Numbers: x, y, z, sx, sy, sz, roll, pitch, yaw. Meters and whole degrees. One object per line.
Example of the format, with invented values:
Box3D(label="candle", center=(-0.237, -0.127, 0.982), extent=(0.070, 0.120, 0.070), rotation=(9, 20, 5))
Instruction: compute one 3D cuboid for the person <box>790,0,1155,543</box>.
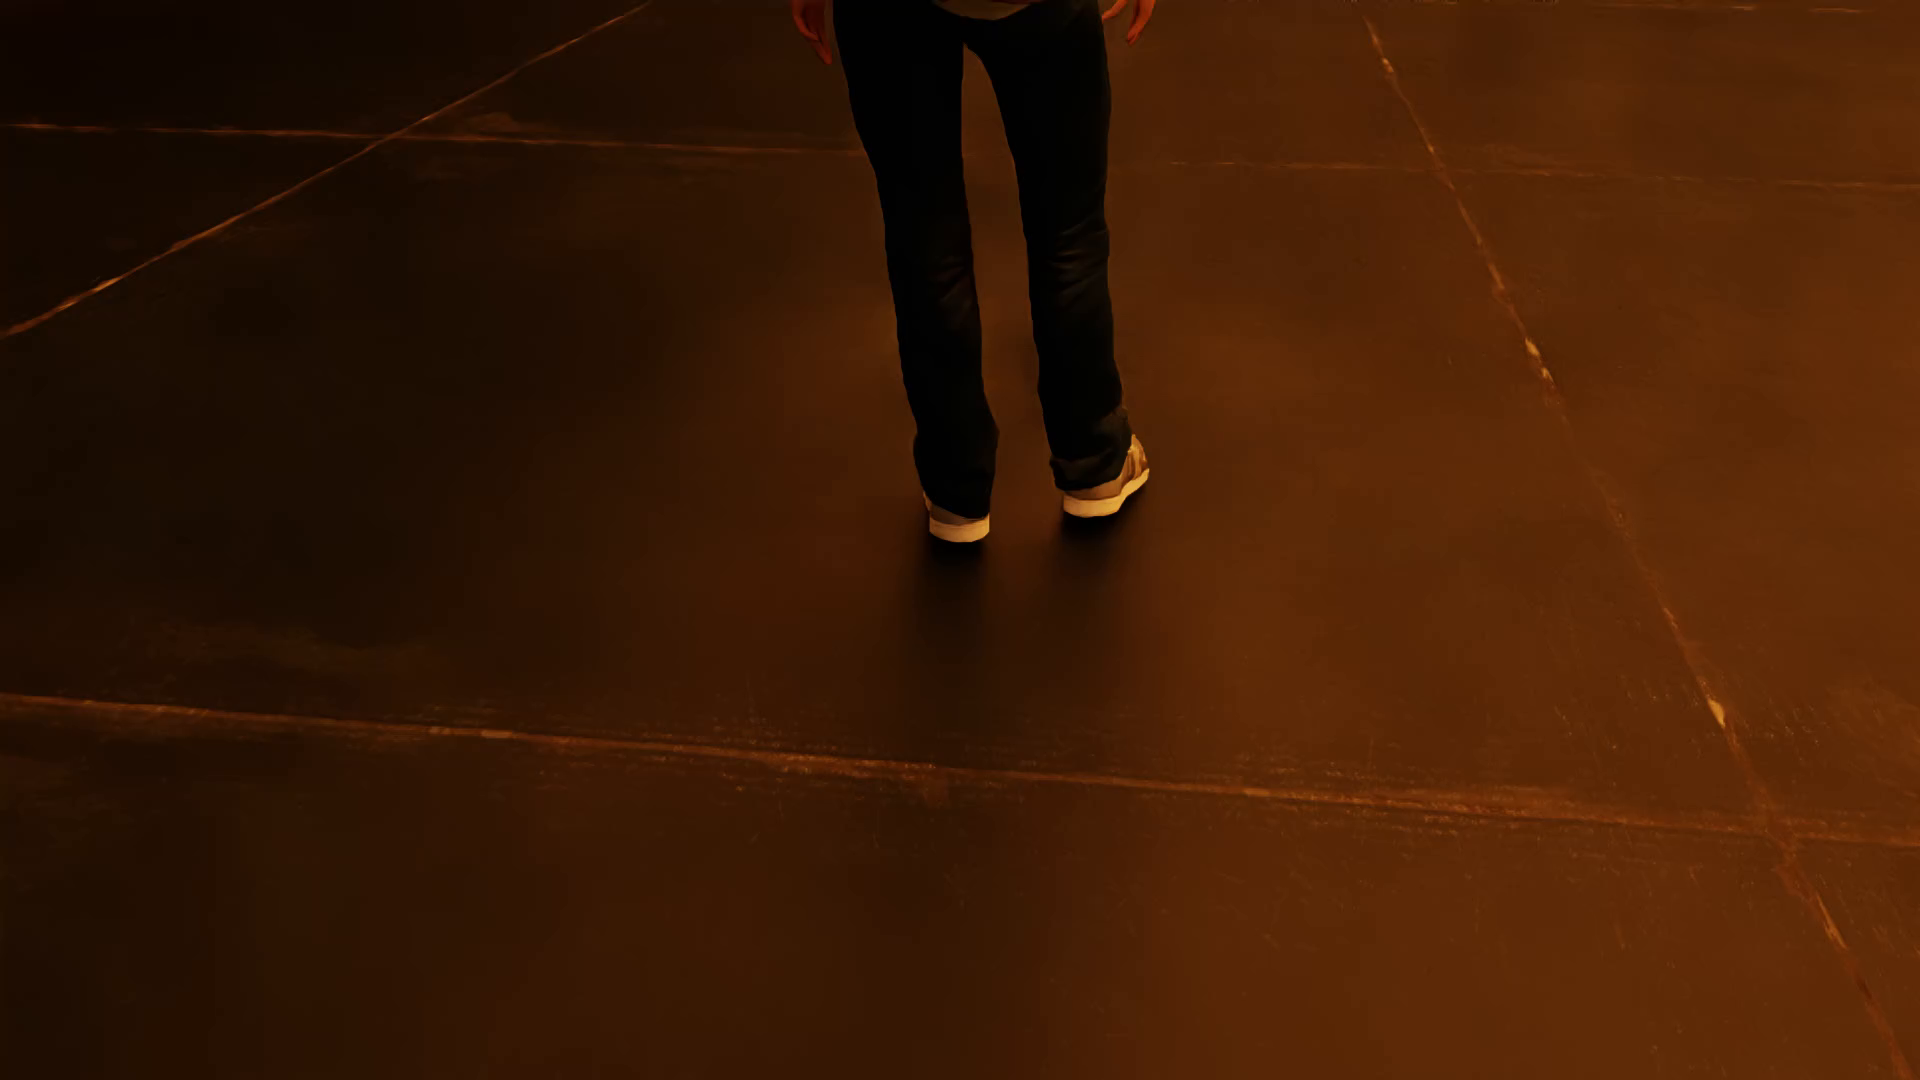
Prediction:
Box3D(label="person", center=(0.023, -0.753, 2.204), extent=(0.520, 1.597, 0.474), rotation=(3, 27, 7))
